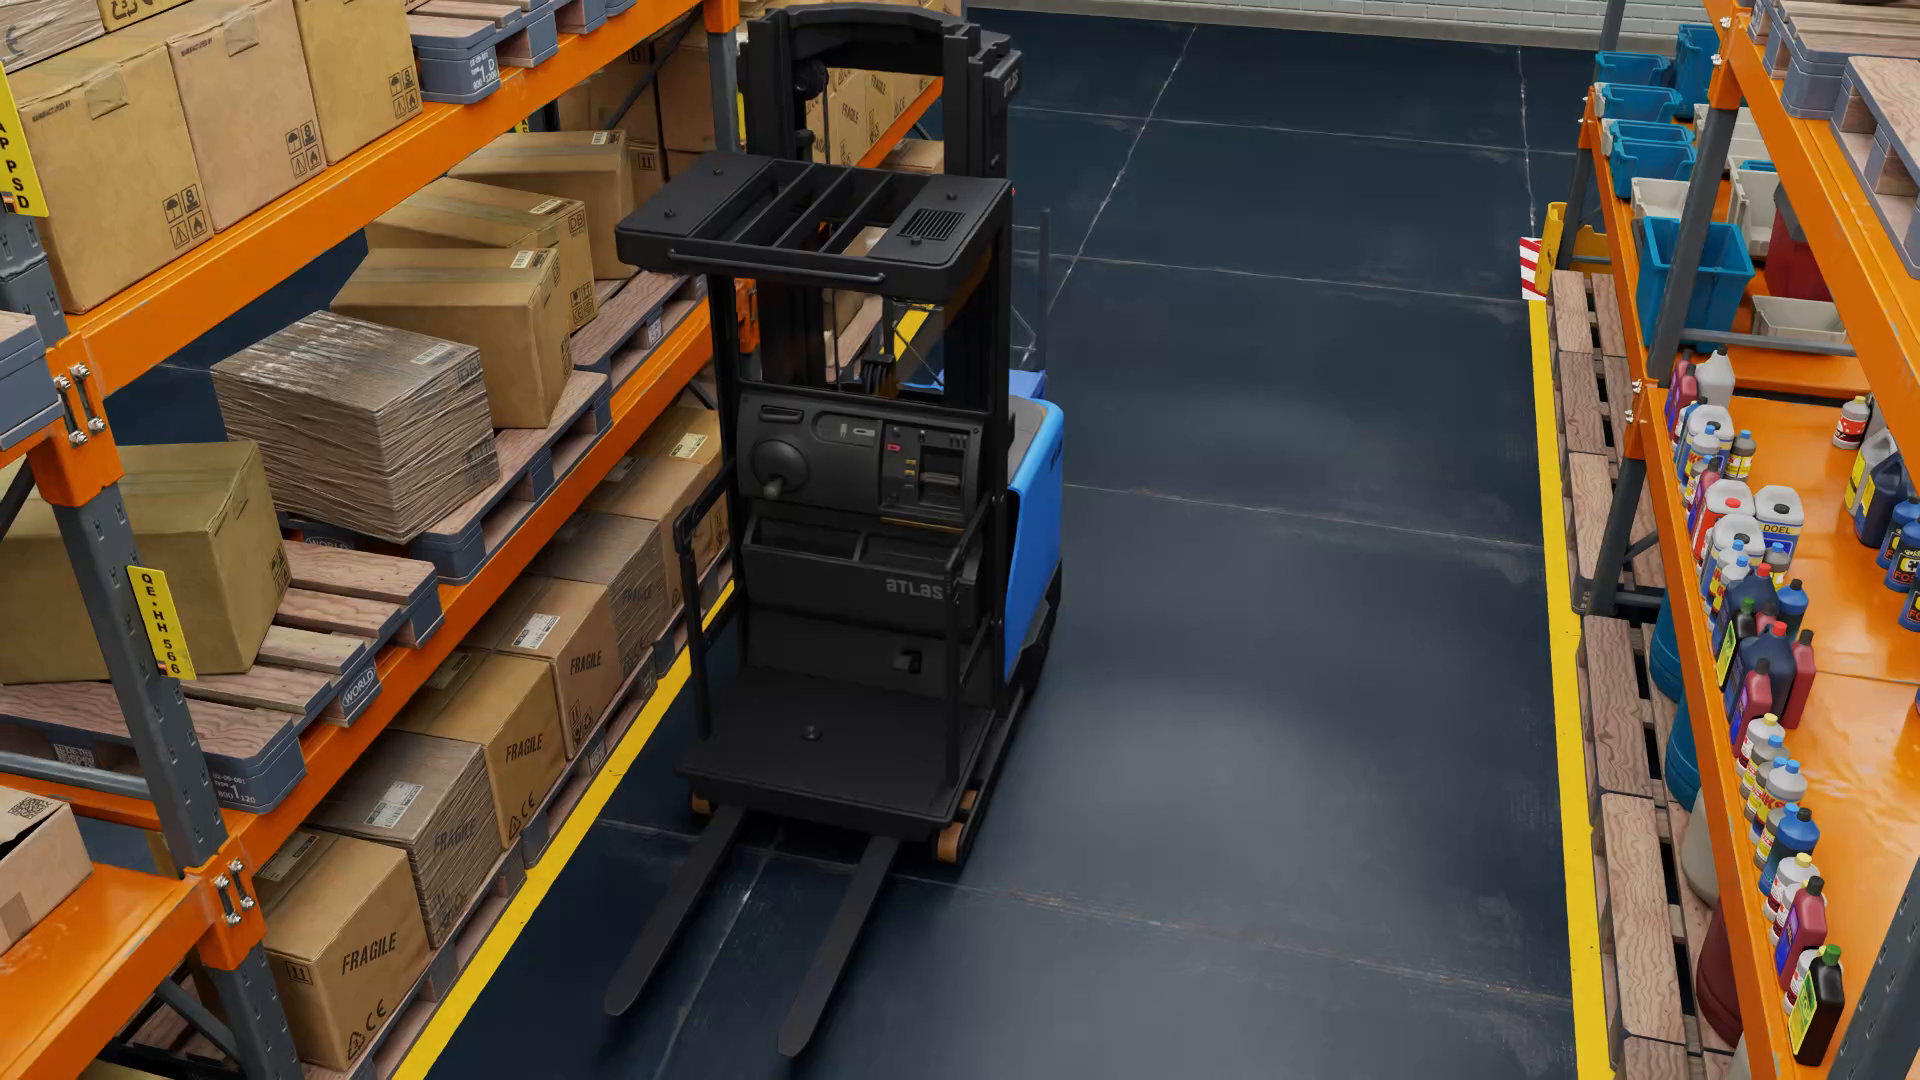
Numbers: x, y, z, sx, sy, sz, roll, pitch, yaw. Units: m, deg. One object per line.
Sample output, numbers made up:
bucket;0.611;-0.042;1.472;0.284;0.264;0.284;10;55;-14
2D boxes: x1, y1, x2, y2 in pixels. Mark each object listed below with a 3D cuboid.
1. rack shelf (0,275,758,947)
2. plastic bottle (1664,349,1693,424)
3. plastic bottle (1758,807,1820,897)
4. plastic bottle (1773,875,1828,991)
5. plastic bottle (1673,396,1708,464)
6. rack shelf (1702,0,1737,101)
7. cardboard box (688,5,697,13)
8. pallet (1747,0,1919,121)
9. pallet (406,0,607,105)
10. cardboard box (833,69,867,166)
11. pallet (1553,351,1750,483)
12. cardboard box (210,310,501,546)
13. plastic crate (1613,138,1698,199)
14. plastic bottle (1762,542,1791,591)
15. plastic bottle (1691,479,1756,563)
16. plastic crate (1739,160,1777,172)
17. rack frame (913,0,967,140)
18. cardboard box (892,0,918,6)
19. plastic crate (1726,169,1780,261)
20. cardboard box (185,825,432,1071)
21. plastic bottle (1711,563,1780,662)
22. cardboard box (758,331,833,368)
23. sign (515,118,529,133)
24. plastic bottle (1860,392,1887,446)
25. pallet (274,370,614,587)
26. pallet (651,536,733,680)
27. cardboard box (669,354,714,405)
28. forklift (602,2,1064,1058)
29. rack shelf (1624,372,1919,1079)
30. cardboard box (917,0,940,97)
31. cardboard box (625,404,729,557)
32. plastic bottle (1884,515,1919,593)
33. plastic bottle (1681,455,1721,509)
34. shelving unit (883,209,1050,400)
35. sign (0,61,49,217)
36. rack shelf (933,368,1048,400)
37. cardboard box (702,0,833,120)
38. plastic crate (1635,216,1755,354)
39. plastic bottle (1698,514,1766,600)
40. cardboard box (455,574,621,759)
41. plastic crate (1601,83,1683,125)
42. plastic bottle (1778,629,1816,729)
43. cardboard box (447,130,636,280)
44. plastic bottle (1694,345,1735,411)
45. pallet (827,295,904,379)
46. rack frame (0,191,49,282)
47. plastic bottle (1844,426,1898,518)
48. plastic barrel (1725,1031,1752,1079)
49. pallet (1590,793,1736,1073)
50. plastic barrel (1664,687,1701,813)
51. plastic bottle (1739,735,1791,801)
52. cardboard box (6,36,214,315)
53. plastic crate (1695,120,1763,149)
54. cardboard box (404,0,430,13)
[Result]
rack shelf;-1.974;-0.114;6.303;1.077;0.370;4.000;8;33;12
plastic bottle;2.819;-0.597;6.502;0.061;0.283;0.133;8;33;12
plastic bottle;2.154;0.805;4.308;0.097;0.271;0.097;0;32;0
plastic bottle;2.058;0.958;4.055;0.061;0.283;0.133;8;33;12
plastic bottle;2.748;-0.410;6.219;0.097;0.271;0.097;0;32;0
rack shelf;3.832;-2.779;7.700;1.077;0.370;4.000;8;33;12
cardboard box;-1.461;-2.483;8.335;0.500;0.500;0.500;7;33;11
pallet;3.220;-1.545;5.264;1.213;0.211;1.003;8;33;12
pallet;-1.960;-1.774;5.624;1.213;0.211;1.003;8;33;12
cardboard box;-0.817;-2.250;8.900;0.500;0.500;0.500;8;33;12
pallet;3.781;-0.624;9.035;1.003;0.211;1.213;8;33;12
cardboard box;-2.014;-0.390;5.582;0.700;0.500;0.500;14;35;21
plastic crate;3.548;-1.887;8.522;0.416;0.233;0.300;8;33;12
plastic bottle;2.670;0.102;5.479;0.097;0.201;0.097;0;32;0
plastic bottle;2.603;-0.058;5.660;0.152;0.276;0.135;8;33;12
plastic crate;4.066;-1.708;8.242;0.416;0.233;0.300;8;33;12
rack frame;-0.451;-3.531;11.008;1.000;3.000;0.127;8;33;12
cardboard box;-0.552;-3.195;9.454;0.500;0.500;0.500;9;34;14
plastic crate;3.890;-1.521;7.902;0.437;0.282;0.530;8;33;12
cardboard box;-2.089;1.293;5.341;0.500;0.500;0.500;9;34;14
plastic bottle;2.451;0.215;5.162;0.144;0.351;0.185;8;33;12
cardboard box;-0.940;-1.084;9.390;0.380;0.166;0.250;8;33;12
sign;-1.993;-1.890;7.621;0.100;0.325;0.005;8;33;12
plastic bottle;3.537;-0.478;6.321;0.152;0.276;0.135;8;33;12
pallet;-1.992;-0.308;6.118;1.003;0.211;1.213;8;33;12
pallet;-1.636;0.149;7.819;1.003;0.211;1.213;8;33;12
cardboard box;-1.596;-0.920;8.821;0.500;0.500;0.500;8;33;12
forklift;-0.430;-0.243;5.900;1.130;2.935;3.031;9;33;13
rack shelf;2.817;0.563;5.239;1.077;0.370;4.000;8;33;12
cardboard box;-0.430;-3.034;10.133;0.500;0.500;0.500;8;33;13
cardboard box;-1.314;-0.291;7.831;0.500;0.500;0.500;8;33;12
plastic bottle;3.157;0.038;5.514;0.097;0.271;0.097;0;32;0
plastic bottle;2.665;-0.210;5.969;0.097;0.201;0.097;0;32;0
shelving unit;0.047;-0.711;7.971;0.538;1.500;1.048;9;33;13
sign;-1.946;-0.817;3.388;0.100;0.325;0.005;8;33;12
rack shelf;0.047;-0.560;8.068;0.538;0.185;1.000;9;33;13
cardboard box;-0.944;-2.393;8.193;0.500;0.500;0.500;7;33;11
plastic crate;3.113;-1.086;7.121;0.392;0.384;0.575;8;33;12
plastic bottle;2.544;0.063;5.471;0.152;0.276;0.135;8;33;12
cardboard box;-1.702;0.489;6.605;0.500;0.500;0.500;7;33;11
plastic crate;3.791;-2.384;9.305;0.416;0.233;0.300;8;33;12
plastic bottle;2.476;0.409;4.920;0.061;0.283;0.133;8;33;12
cardboard box;-1.803;-1.459;7.265;0.700;0.500;0.500;-3;33;-4
plastic bottle;2.911;-0.598;6.441;0.144;0.351;0.185;8;33;12
pallet;-0.983;-1.270;10.050;1.003;0.211;1.213;8;33;12
rack frame;-2.481;-1.911;2.868;1.000;3.000;0.127;8;33;12
plastic bottle;3.268;-0.256;5.903;0.144;0.351;0.185;8;33;12
plastic barrel;2.474;1.608;4.852;0.421;0.512;0.421;0;32;0
pallet;2.780;1.428;5.807;1.003;0.211;1.213;8;33;12
plastic barrel;2.990;0.577;6.111;0.600;0.901;0.708;8;33;12
plastic bottle;2.253;0.633;4.644;0.097;0.201;0.097;0;32;0
cardboard box;-2.403;-0.918;4.010;0.910;0.500;0.500;8;33;12
plastic crate;4.220;-2.172;9.061;0.396;0.136;0.243;8;33;12
cardboard box;-2.001;-2.039;5.287;0.600;0.600;0.600;7;33;10
